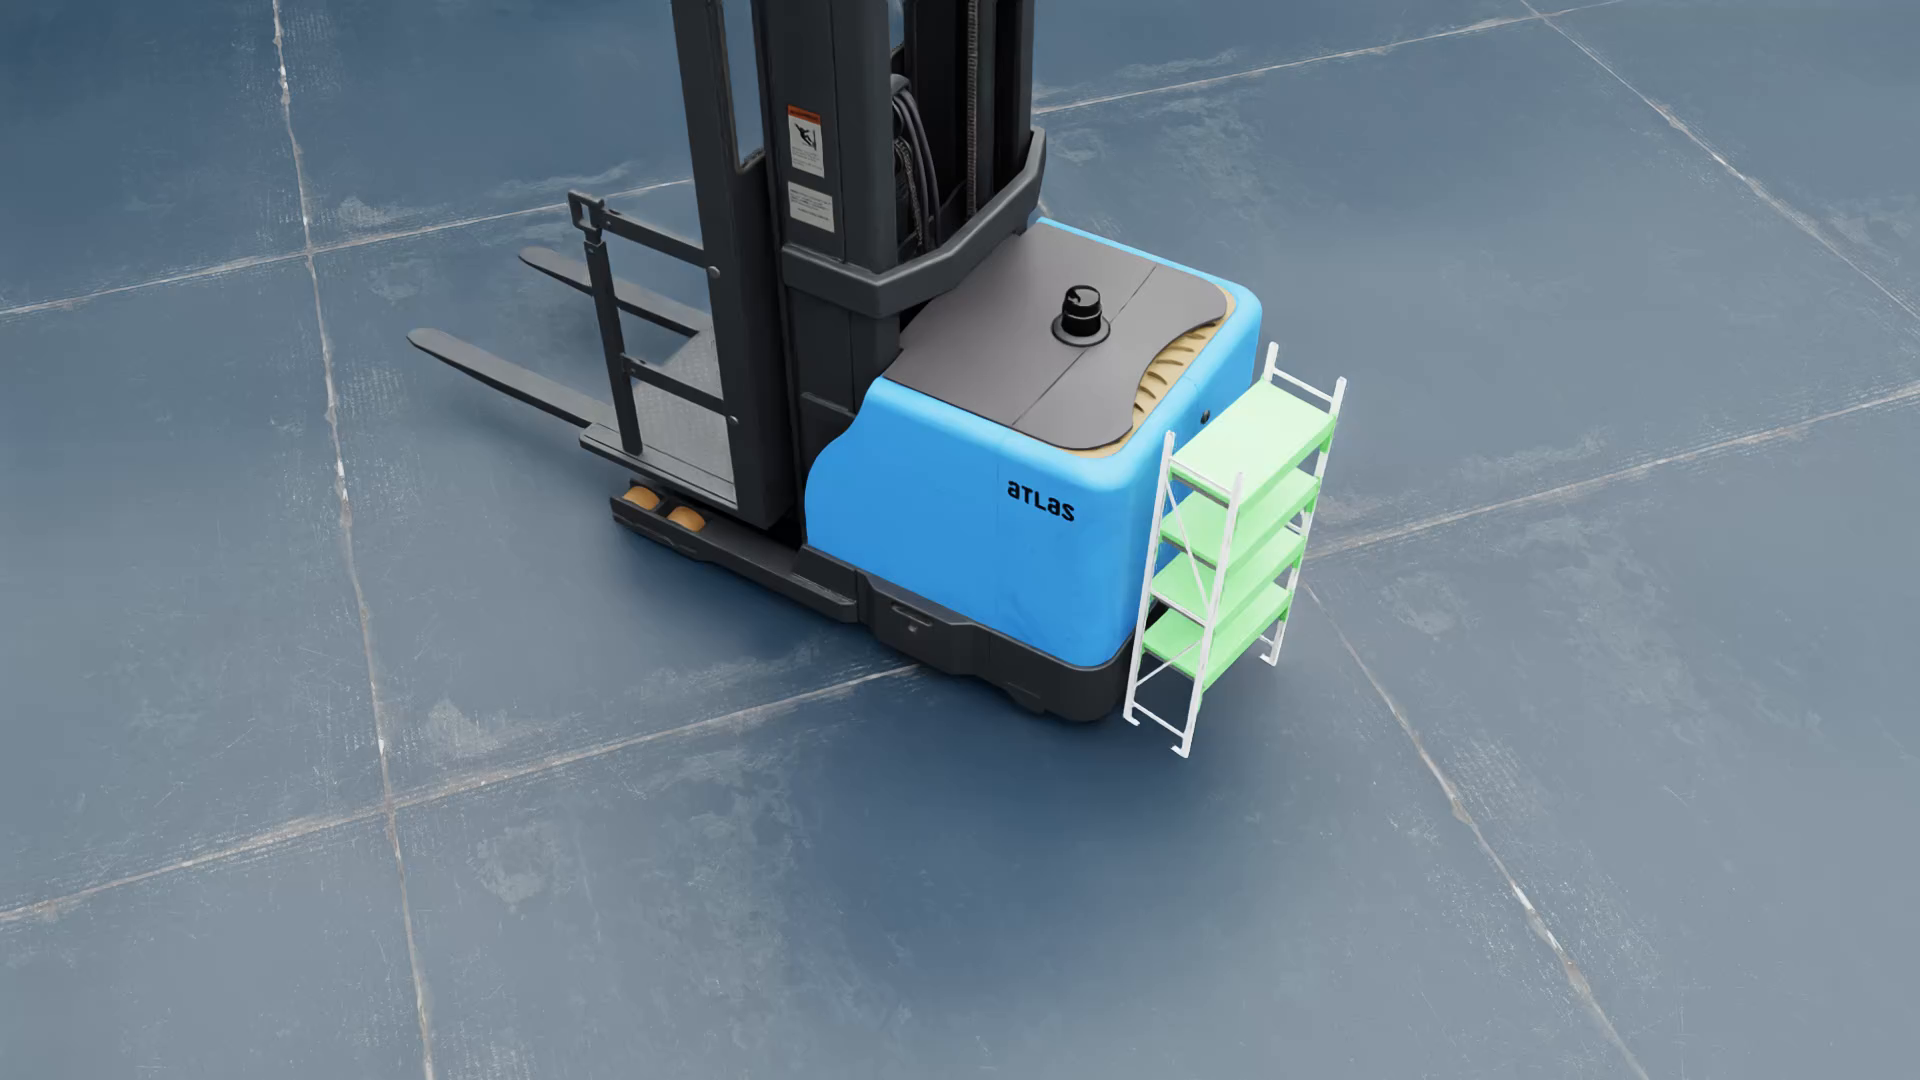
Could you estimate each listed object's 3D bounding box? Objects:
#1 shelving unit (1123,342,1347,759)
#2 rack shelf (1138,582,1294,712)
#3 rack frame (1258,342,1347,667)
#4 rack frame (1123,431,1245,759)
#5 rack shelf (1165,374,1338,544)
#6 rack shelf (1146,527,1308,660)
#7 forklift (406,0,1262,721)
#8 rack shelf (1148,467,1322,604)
[{"bbox_3d":[0.776,0.061,4.837,0.258,1.200,0.503,32,53,26],"label":"shelving unit"},{"bbox_3d":[0.770,0.271,5.056,0.258,0.148,0.480,32,53,26],"label":"rack shelf"},{"bbox_3d":[0.935,-0.070,4.967,0.240,1.200,0.015,32,53,26],"label":"rack frame"},{"bbox_3d":[0.617,0.192,4.706,0.240,1.200,0.015,32,53,26],"label":"rack frame"},{"bbox_3d":[0.785,-0.227,4.537,0.258,0.148,0.480,32,53,26],"label":"rack shelf"},{"bbox_3d":[0.775,0.105,4.883,0.258,0.148,0.480,32,53,26],"label":"rack shelf"},{"bbox_3d":[-0.602,-1.277,4.954,3.031,2.935,1.130,24,50,22],"label":"forklift"},{"bbox_3d":[0.780,-0.061,4.710,0.258,0.148,0.480,32,53,26],"label":"rack shelf"}]
